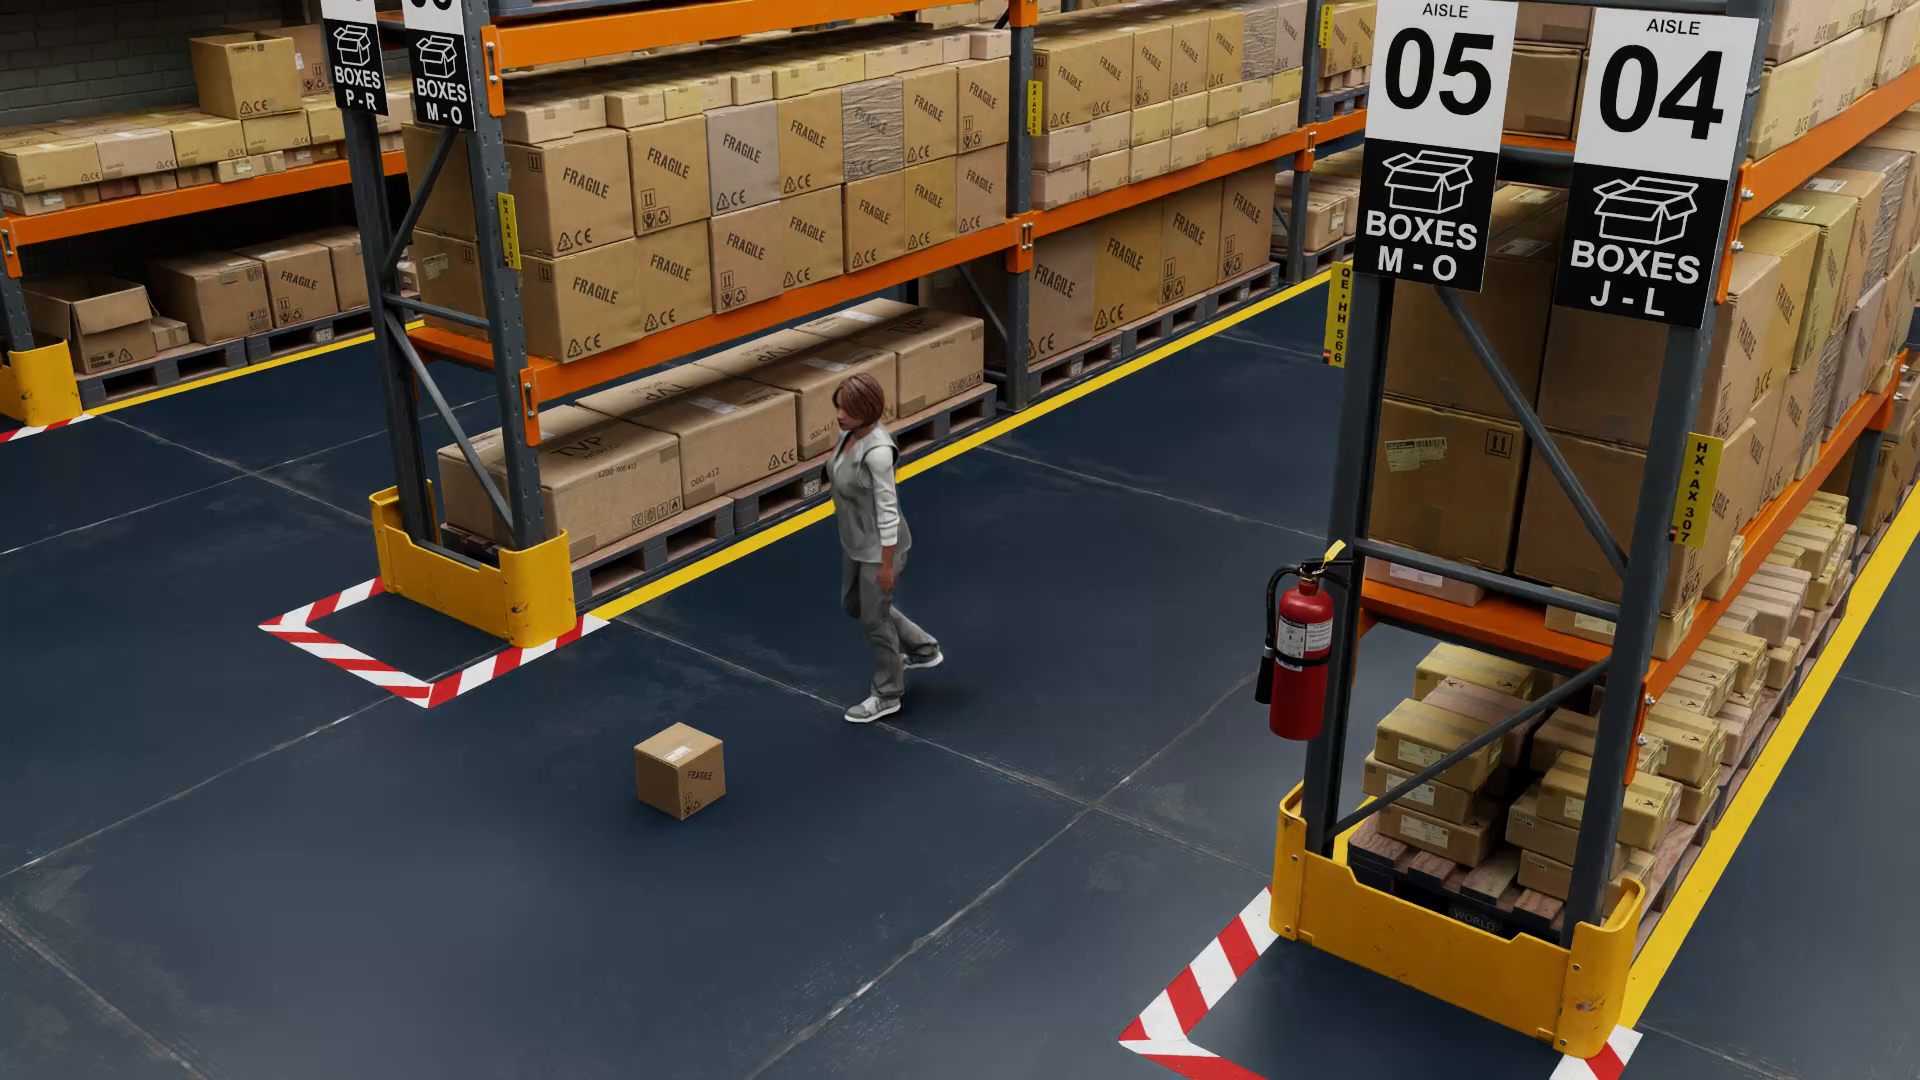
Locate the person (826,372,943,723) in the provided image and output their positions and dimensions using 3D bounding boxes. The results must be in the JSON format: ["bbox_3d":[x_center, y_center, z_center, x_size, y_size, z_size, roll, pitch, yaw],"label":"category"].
[{"bbox_3d":[-0.296,0.023,7.057,0.514,1.593,0.470,-8,25,-18],"label":"person"}]
